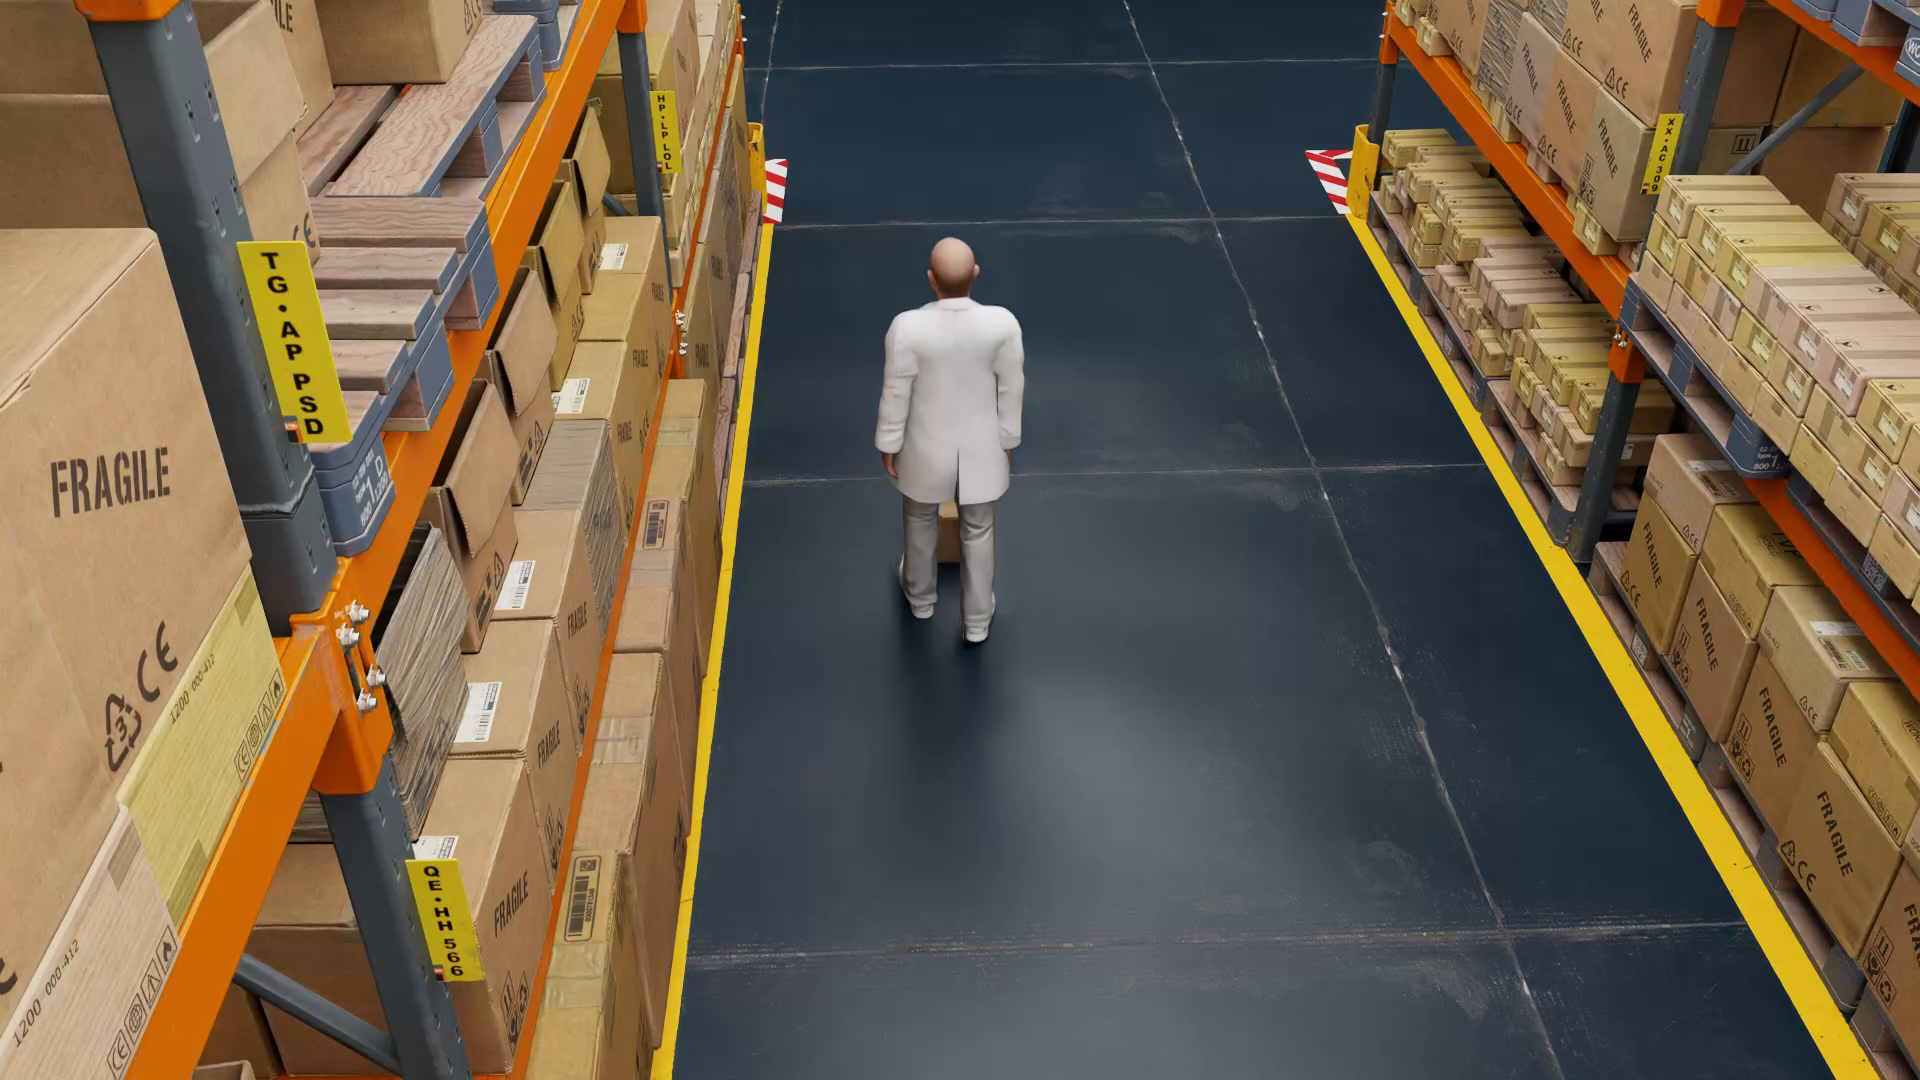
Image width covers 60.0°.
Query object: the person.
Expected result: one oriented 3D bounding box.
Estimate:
[{"bbox_3d":[-0.059,-0.437,6.788,0.596,1.781,0.576,-4,35,-6],"label":"person"}]
